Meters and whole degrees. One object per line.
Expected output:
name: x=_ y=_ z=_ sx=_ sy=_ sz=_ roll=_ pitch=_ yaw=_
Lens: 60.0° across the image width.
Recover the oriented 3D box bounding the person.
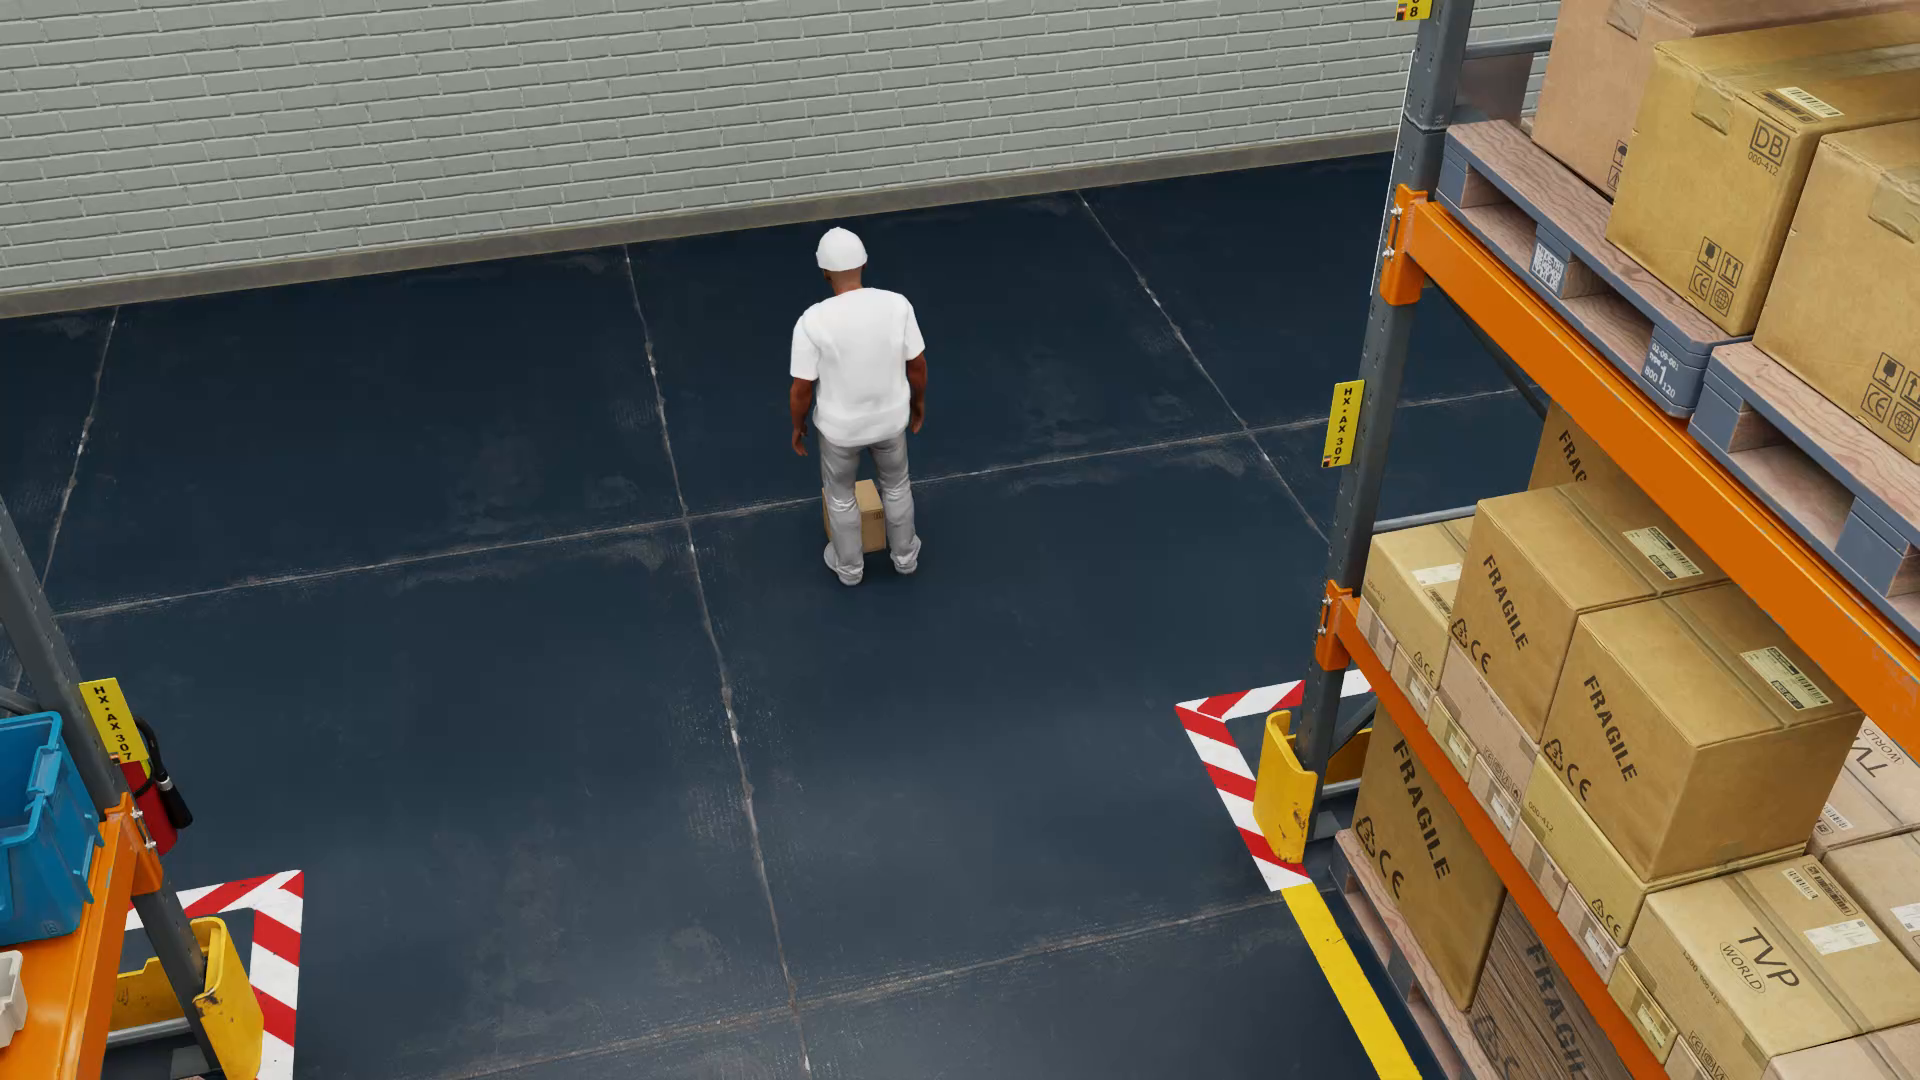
person: x=-0.453 y=-0.565 z=7.425 sx=0.634 sy=1.759 sz=0.461 roll=-12 pitch=39 yaw=-15
